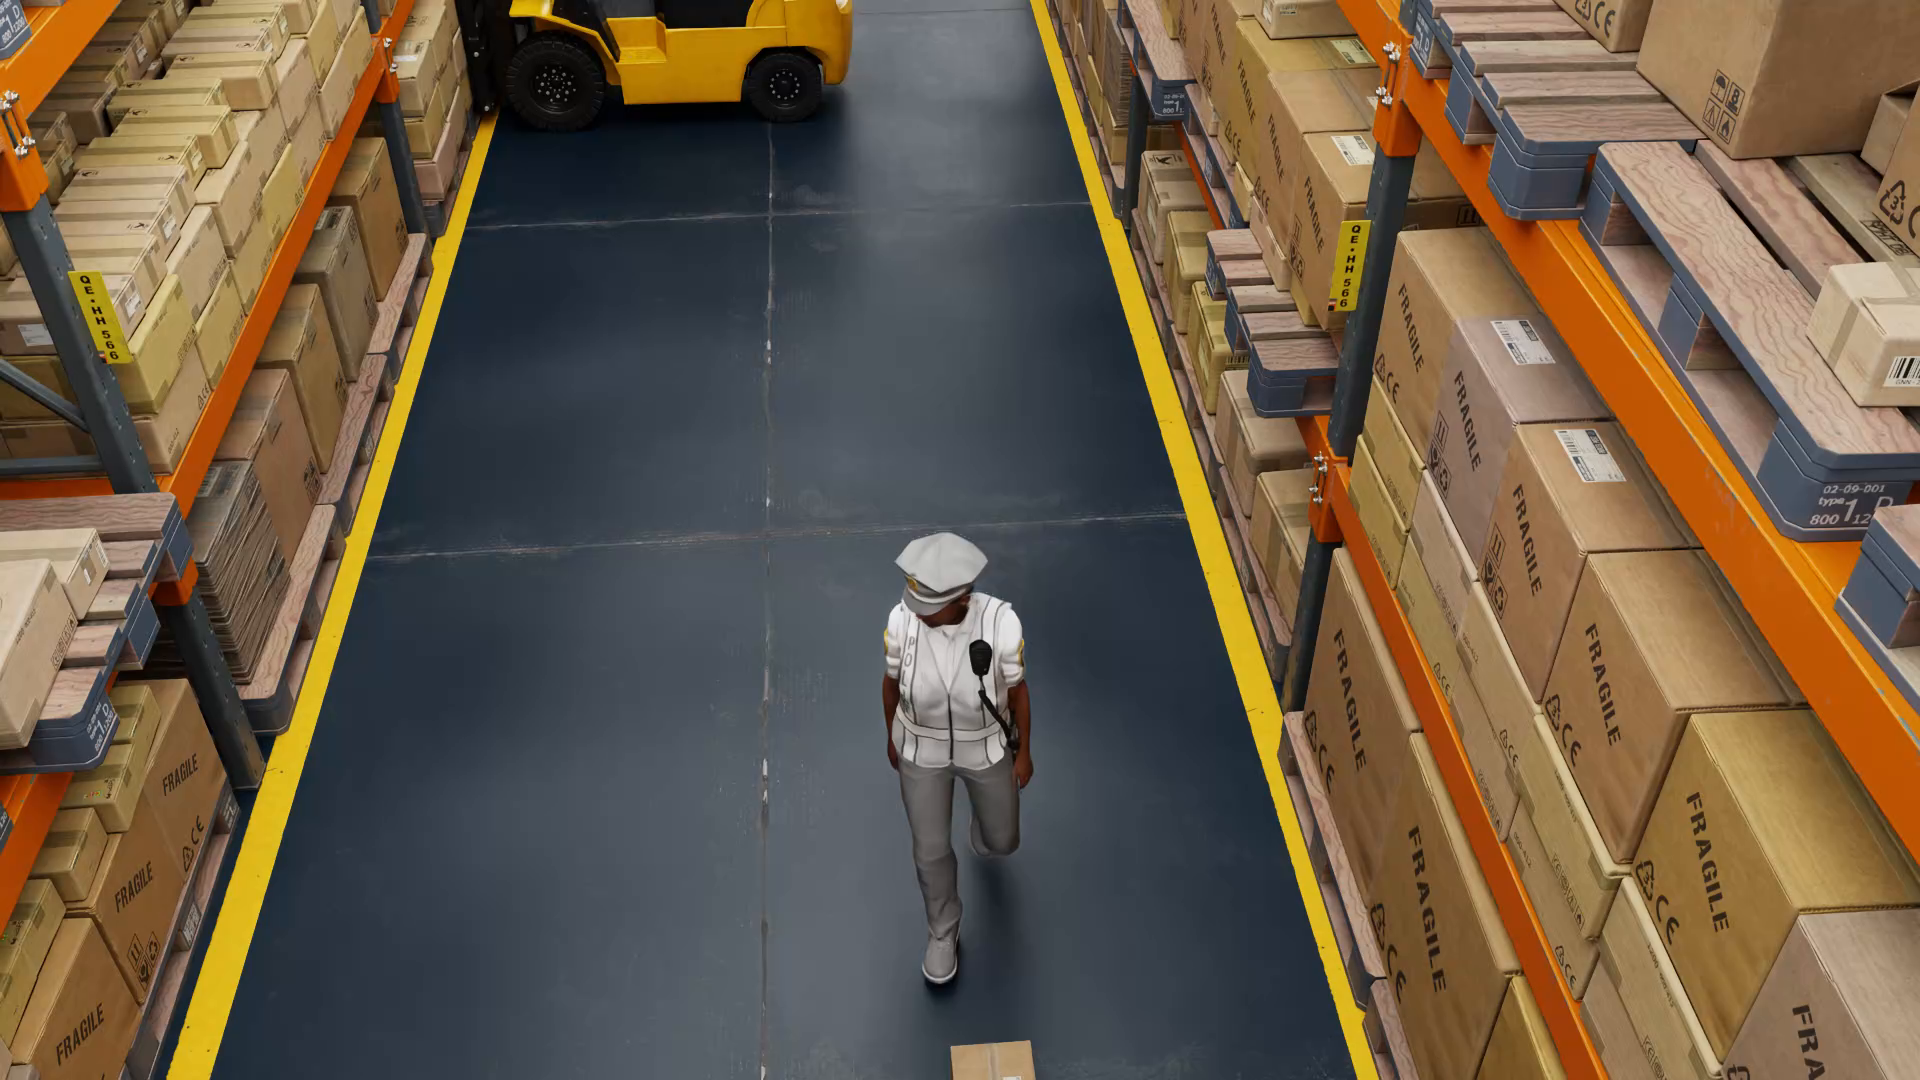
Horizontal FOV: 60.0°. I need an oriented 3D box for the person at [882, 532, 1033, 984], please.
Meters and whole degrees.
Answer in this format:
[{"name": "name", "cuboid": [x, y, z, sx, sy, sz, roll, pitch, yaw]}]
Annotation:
[{"name": "person", "cuboid": [-0.006, 0.658, 5.335, 0.486, 1.642, 0.716, 2, 39, 2]}]
